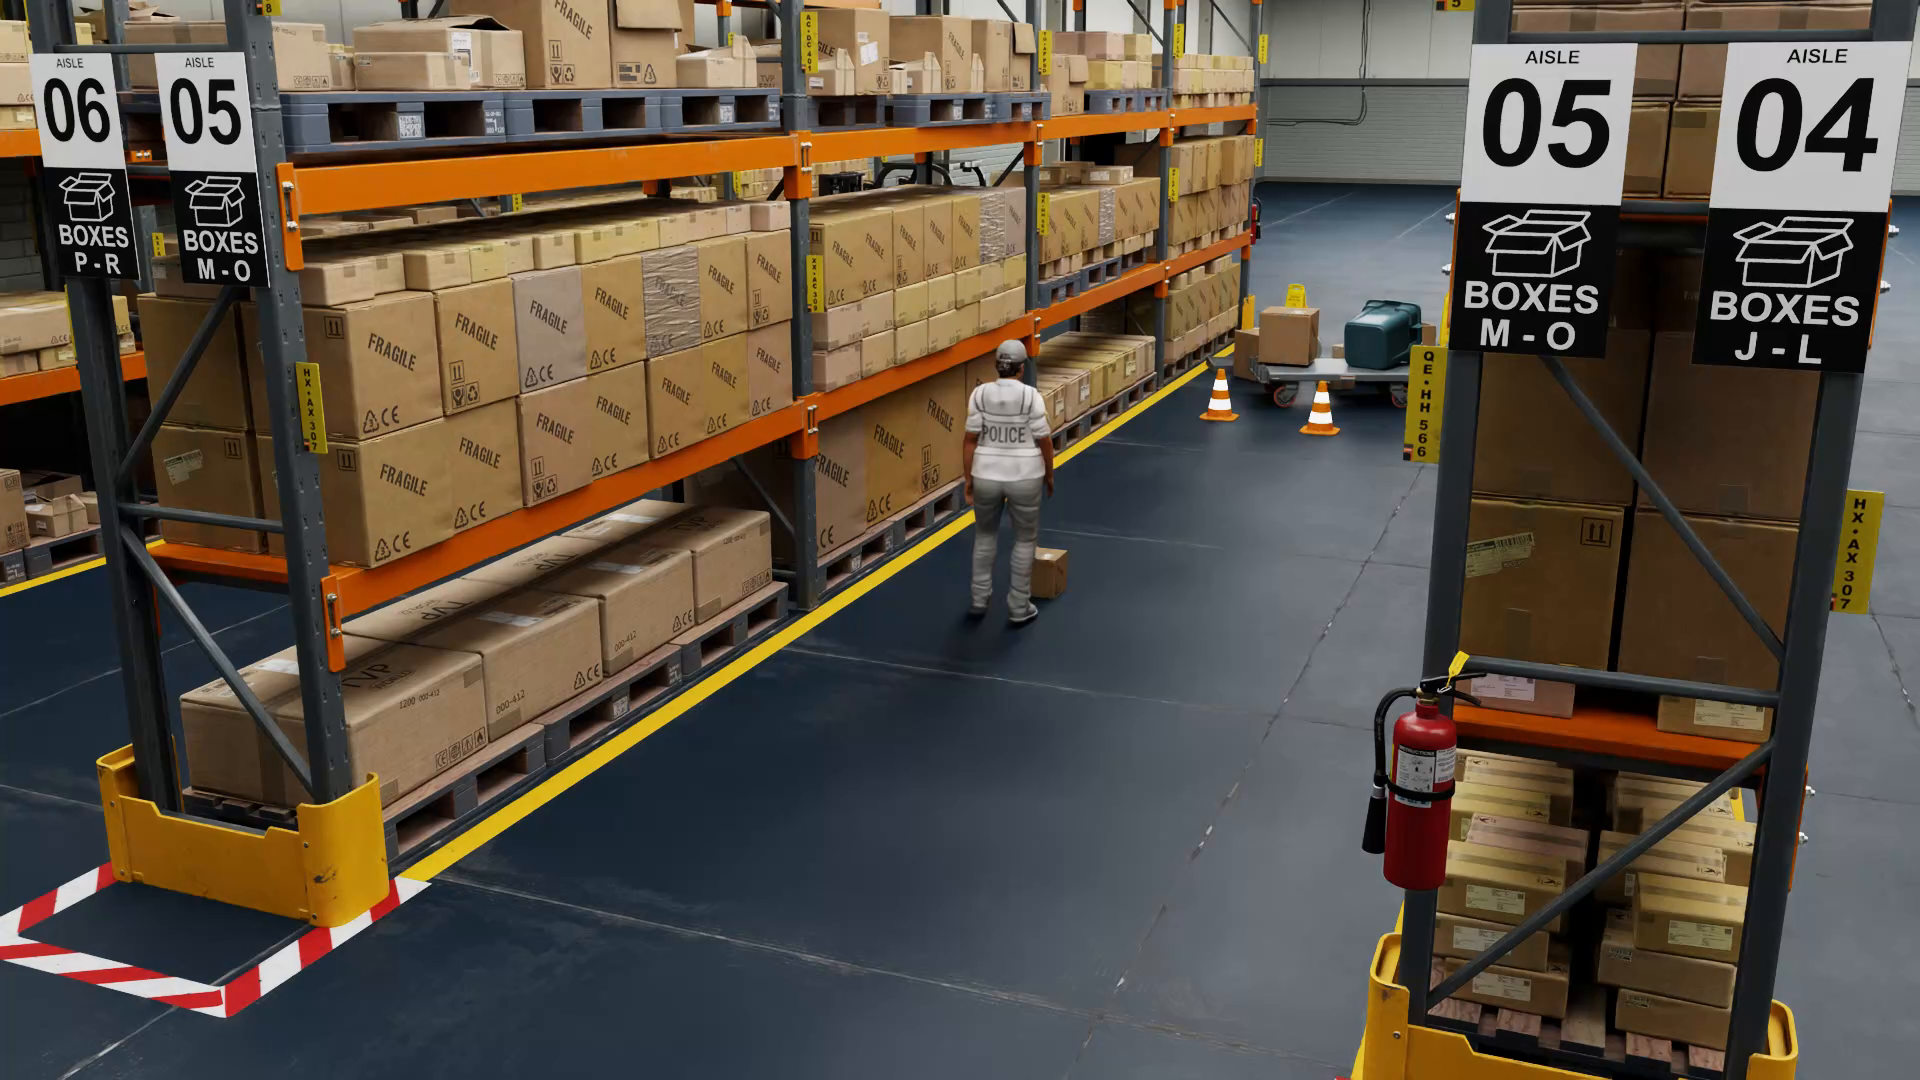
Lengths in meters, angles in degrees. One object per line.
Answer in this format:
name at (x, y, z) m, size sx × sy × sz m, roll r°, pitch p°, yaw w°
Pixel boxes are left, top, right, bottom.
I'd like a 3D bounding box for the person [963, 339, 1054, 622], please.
person at (0.275, -0.314, 9.694) m, size 0.547 × 1.729 × 0.438 m, roll 5°, pitch 16°, yaw 16°
